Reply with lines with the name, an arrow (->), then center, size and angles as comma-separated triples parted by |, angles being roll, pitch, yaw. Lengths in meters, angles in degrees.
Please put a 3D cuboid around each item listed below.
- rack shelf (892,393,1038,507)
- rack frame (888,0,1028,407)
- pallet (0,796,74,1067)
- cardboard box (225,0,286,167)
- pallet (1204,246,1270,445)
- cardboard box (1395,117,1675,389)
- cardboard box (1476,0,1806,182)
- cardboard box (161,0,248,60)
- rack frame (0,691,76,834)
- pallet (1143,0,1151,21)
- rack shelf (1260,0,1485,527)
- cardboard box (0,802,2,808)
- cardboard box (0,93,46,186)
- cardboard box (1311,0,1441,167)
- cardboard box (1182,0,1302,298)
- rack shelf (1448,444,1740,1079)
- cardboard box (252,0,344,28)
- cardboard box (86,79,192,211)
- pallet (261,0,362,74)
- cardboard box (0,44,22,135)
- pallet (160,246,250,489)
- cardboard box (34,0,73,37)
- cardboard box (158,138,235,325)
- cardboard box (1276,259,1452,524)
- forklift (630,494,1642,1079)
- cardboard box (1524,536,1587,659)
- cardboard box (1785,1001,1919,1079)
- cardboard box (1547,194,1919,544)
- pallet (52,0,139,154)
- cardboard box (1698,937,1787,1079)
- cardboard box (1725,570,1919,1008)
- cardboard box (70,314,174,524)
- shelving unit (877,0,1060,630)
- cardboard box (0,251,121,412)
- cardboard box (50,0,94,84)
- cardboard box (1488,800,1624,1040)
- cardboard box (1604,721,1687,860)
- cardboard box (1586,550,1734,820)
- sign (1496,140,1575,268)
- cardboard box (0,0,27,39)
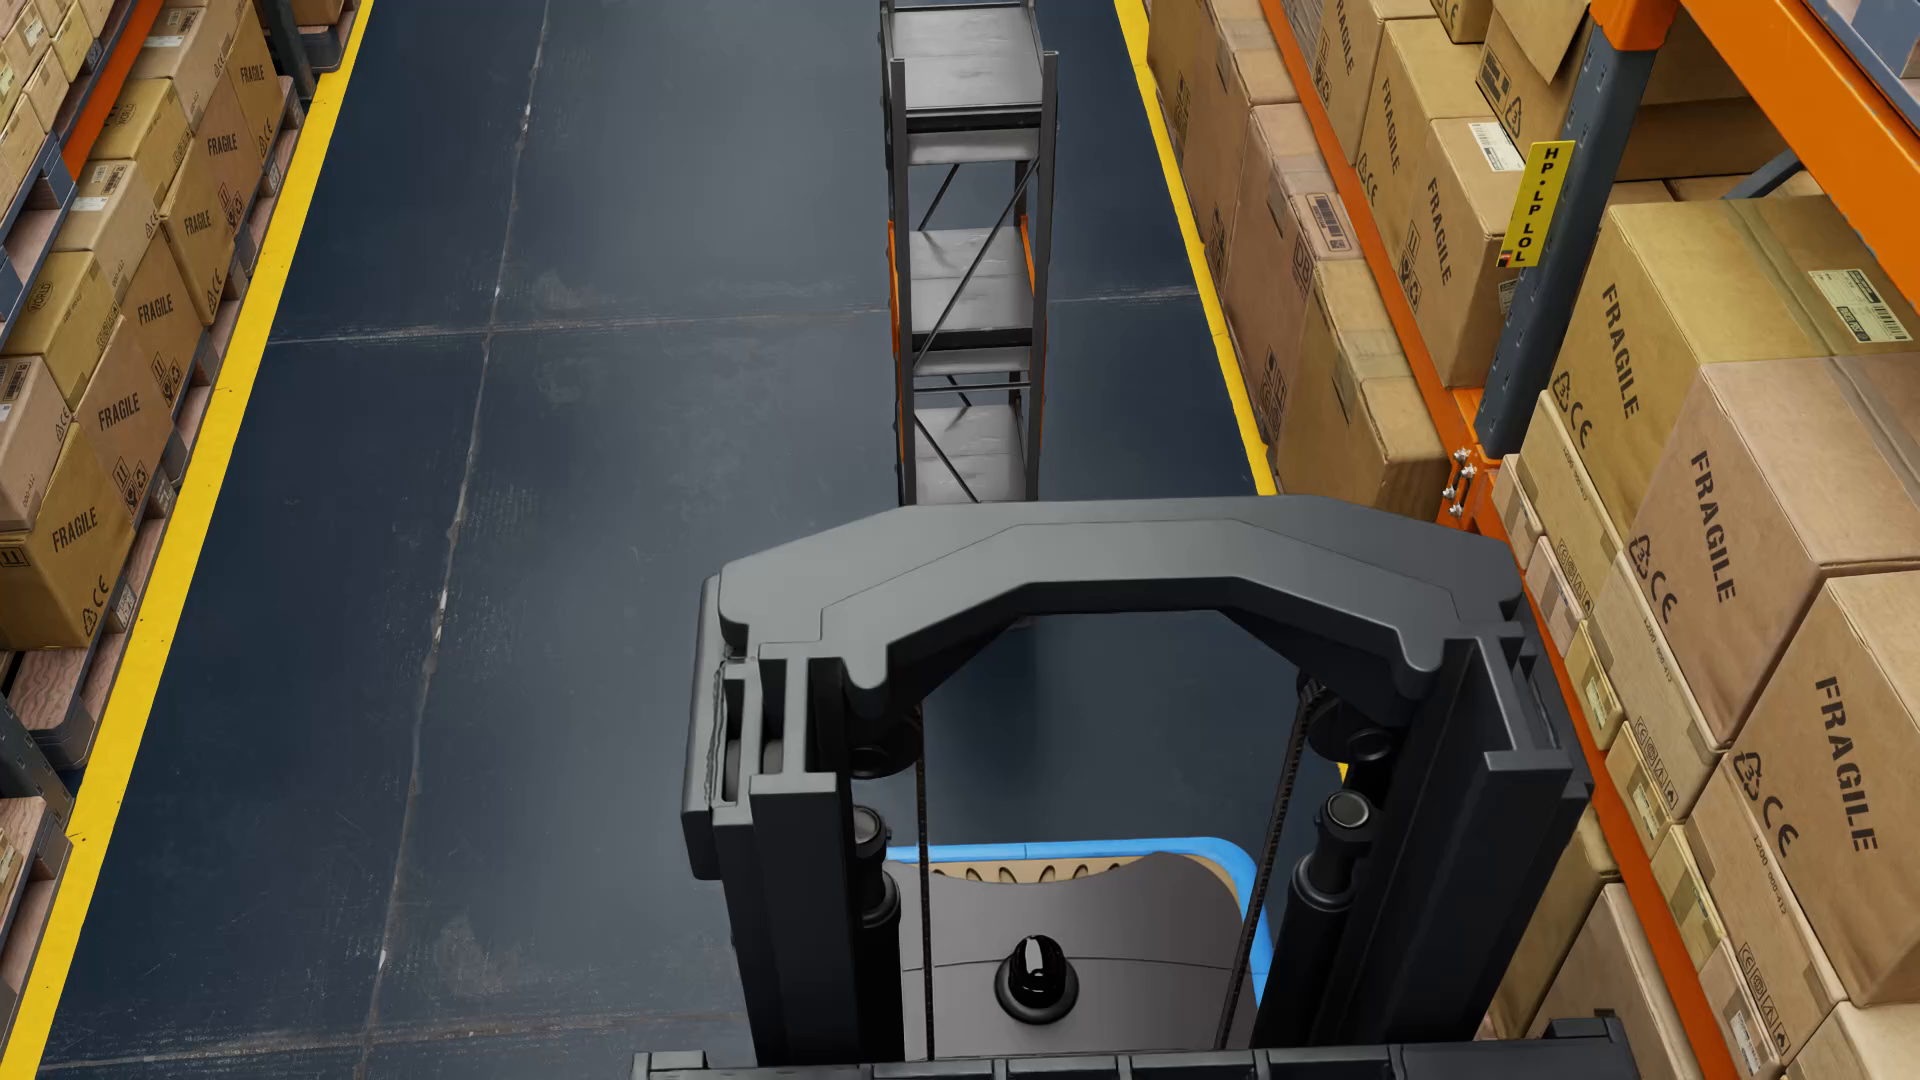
rack shelf -> 0.014, -0.112, 5.392 | 0.431, 0.518, 0.480 | -3, 47, -3
rack frame -> -0.007, -0.779, 5.041 | 0.400, 2.100, 0.015 | -3, 47, -3
pallet -> -3.062, 1.273, 4.399 | 1.003, 0.211, 1.213 | -3, 47, -3
cardboard box -> -3.172, -1.888, 6.905 | 0.500, 0.500, 0.500 | -4, 47, -3
pallet -> 1.553, -0.878, 6.436 | 1.003, 0.211, 1.213 | -3, 47, -3
cardboard box -> 1.487, -0.754, 4.329 | 0.500, 0.500, 0.500 | -3, 47, -3
cardboard box -> 1.736, -1.239, 4.098 | 0.797, 0.503, 0.637 | -5, 47, -4
cardboard box -> -3.169, -2.128, 6.615 | 0.500, 0.250, 0.500 | -4, 47, -4
rack frame -> -3.153, -0.170, 3.845 | 1.000, 3.000, 0.127 | -3, 47, -3
pallet -> 1.399, -2.899, 8.350 | 1.003, 0.211, 1.213 | -3, 47, -3
rack shelf -> 1.631, -1.598, 5.693 | 1.077, 0.370, 4.000 | -3, 47, -3
cardboard box -> -2.810, 0.772, 4.422 | 0.380, 0.149, 0.250 | -3, 47, -2
cardboard box -> -2.794, -1.104, 4.613 | 0.380, 0.149, 0.250 | -3, 47, -3
cardboard box -> 1.402, -1.490, 5.027 | 0.500, 0.500, 0.500 | -4, 47, -4
cardboard box -> 1.567, -1.560, 6.336 | 1.225, 0.875, 0.875 | -3, 47, -3
rack shelf -> 1.965, 1.296, 2.952 | 1.077, 0.370, 4.000 | -3, 47, -3
cardboard box -> -3.449, -2.881, 7.672 | 1.050, 0.750, 0.750 | -4, 47, -4
cardboard box -> -3.089, -1.394, 5.920 | 0.500, 0.250, 0.500 | -2, 47, -2
pallet -> -3.479, -2.680, 8.143 | 1.003, 0.211, 1.213 | -3, 47, -3
cardboard box -> -2.796, -1.205, 4.504 | 0.380, 0.149, 0.250 | -5, 47, -5
pallet -> -3.325, -0.659, 6.229 | 1.003, 0.211, 1.213 | -3, 47, -3
cardboard box -> -2.842, -1.592, 4.871 | 0.380, 0.149, 0.250 | -4, 47, -4
cardboard box -> -3.072, -1.131, 6.187 | 0.500, 0.500, 0.500 | -5, 47, -5
cardboard box -> 1.725, -0.274, 5.117 | 1.225, 0.875, 0.875 | -3, 47, -3
forklift -> 0.198, 1.467, 2.342 | 1.130, 2.935, 3.031 | -2, 47, -2
cardboard box -> 1.513, 0.113, 3.750 | 0.380, 0.149, 0.250 | -5, 47, -5
cardboard box -> 1.695, 0.999, 2.636 | 0.500, 0.250, 0.500 | -3, 47, -3
cardboard box -> 1.583, -0.345, 3.392 | 0.500, 0.500, 0.500 | -3, 47, -3
pallet -> -3.281, -1.568, 5.301 | 1.003, 0.211, 1.213 | -3, 47, -3
cardboard box -> 1.600, 0.860, 3.042 | 0.380, 0.149, 0.250 | -3, 47, -3
cardboard box -> 1.665, 0.388, 2.698 | 0.500, 0.500, 0.500 | -5, 47, -5
cardboard box -> -2.997, -0.388, 5.484 | 0.500, 0.500, 0.500 | -2, 47, -1
shelving unit -> 0.014, -0.602, 4.874 | 0.431, 2.100, 0.503 | -3, 47, -3
cardboard box -> -2.999, -0.648, 5.214 | 0.500, 0.250, 0.500 | -2, 47, -2
cardboard box -> -2.842, -1.485, 4.974 | 0.380, 0.149, 0.250 | -4, 47, -4
cardboard box -> 1.774, 0.671, 4.223 | 0.875, 0.875, 0.875 | -3, 47, -3
cardboard box -> 1.560, 0.493, 3.390 | 0.380, 0.149, 0.250 | -5, 47, -4
cardboard box -> 1.613, 0.267, 3.329 | 0.500, 0.250, 0.500 | -4, 47, -3
sign -> 1.258, -0.729, 3.632 | 0.100, 0.325, 0.005 | -3, 47, -3
cardboard box -> -2.816, -1.498, 4.577 | 0.380, 0.149, 0.250 | -4, 47, -4
